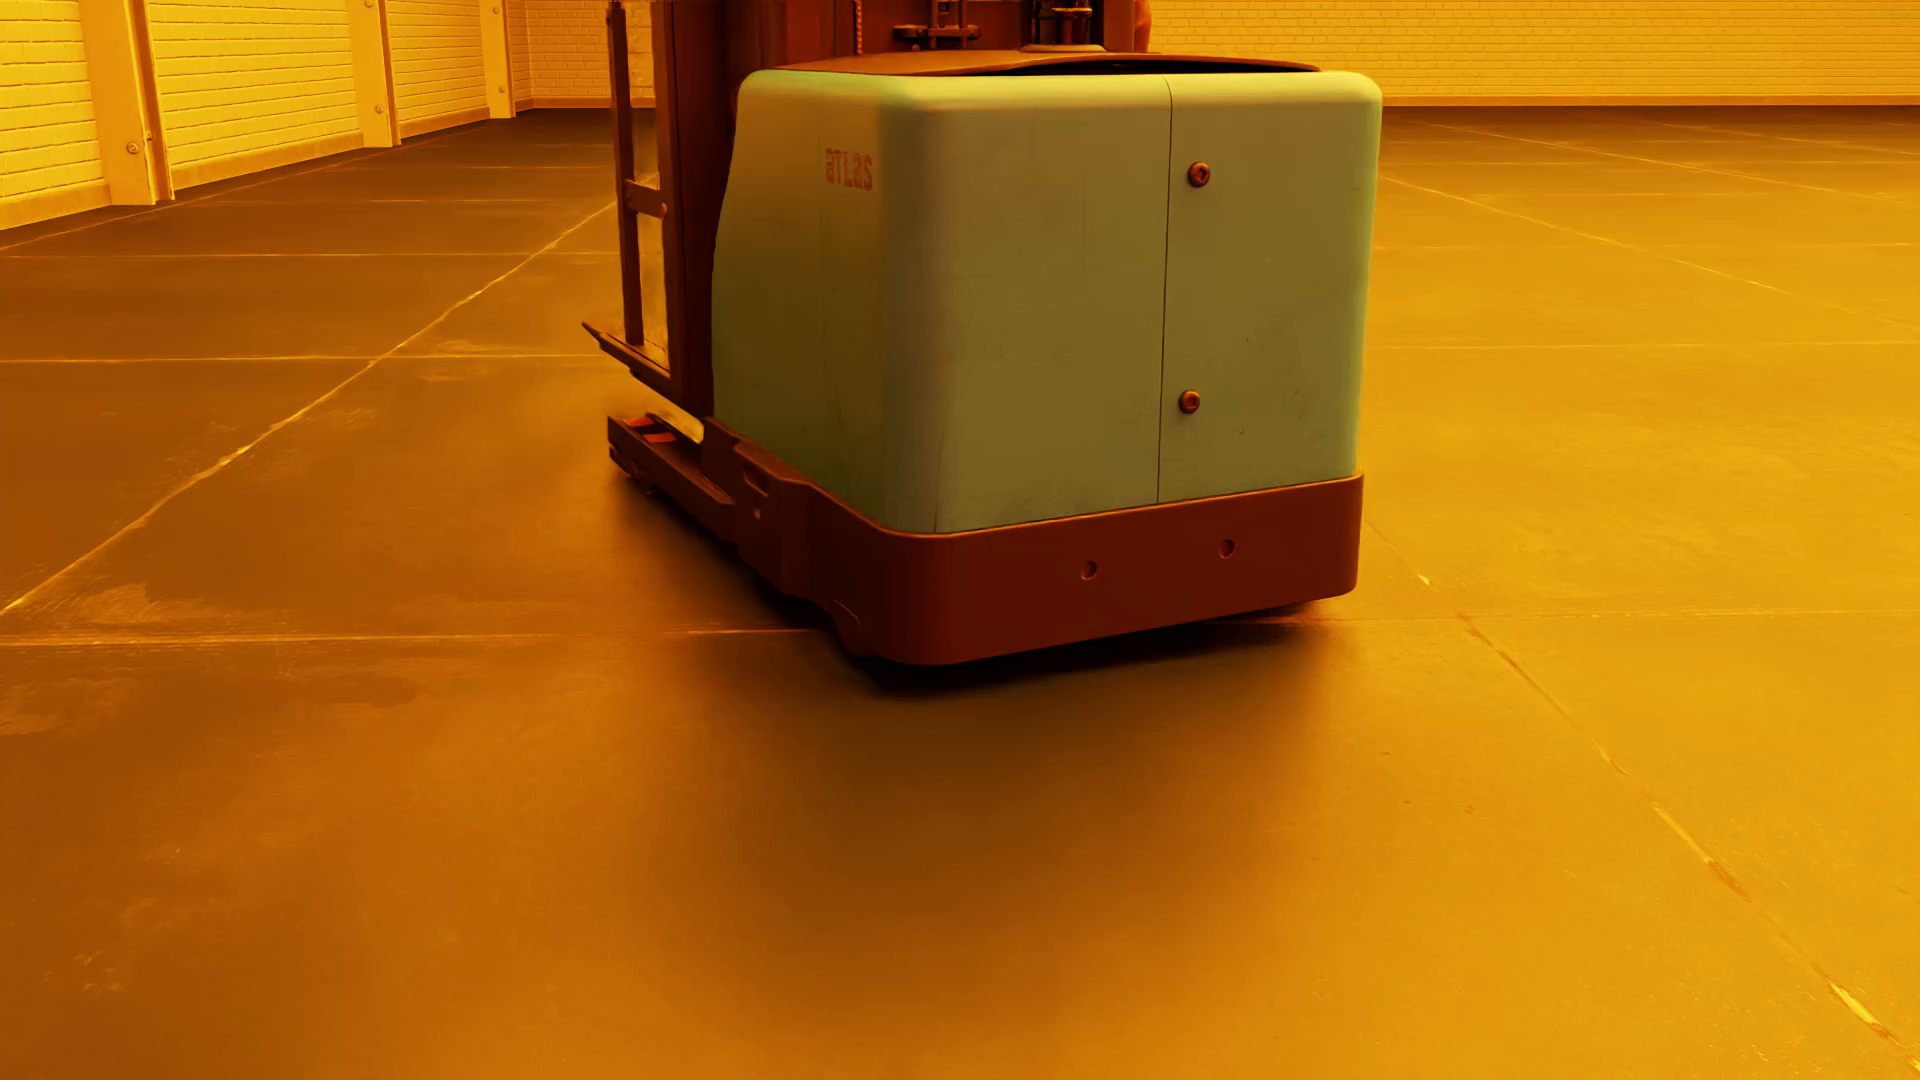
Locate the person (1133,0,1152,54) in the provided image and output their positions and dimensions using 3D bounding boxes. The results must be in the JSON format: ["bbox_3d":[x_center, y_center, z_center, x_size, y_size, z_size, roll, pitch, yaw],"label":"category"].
[{"bbox_3d":[0.461,-1.915,7.196,0.681,1.802,0.511,-4,18,-14],"label":"person"}]

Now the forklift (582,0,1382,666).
[{"bbox_3d":[-0.293,-1.564,4.022,1.130,2.935,3.031,-8,19,-25],"label":"forklift"}]
